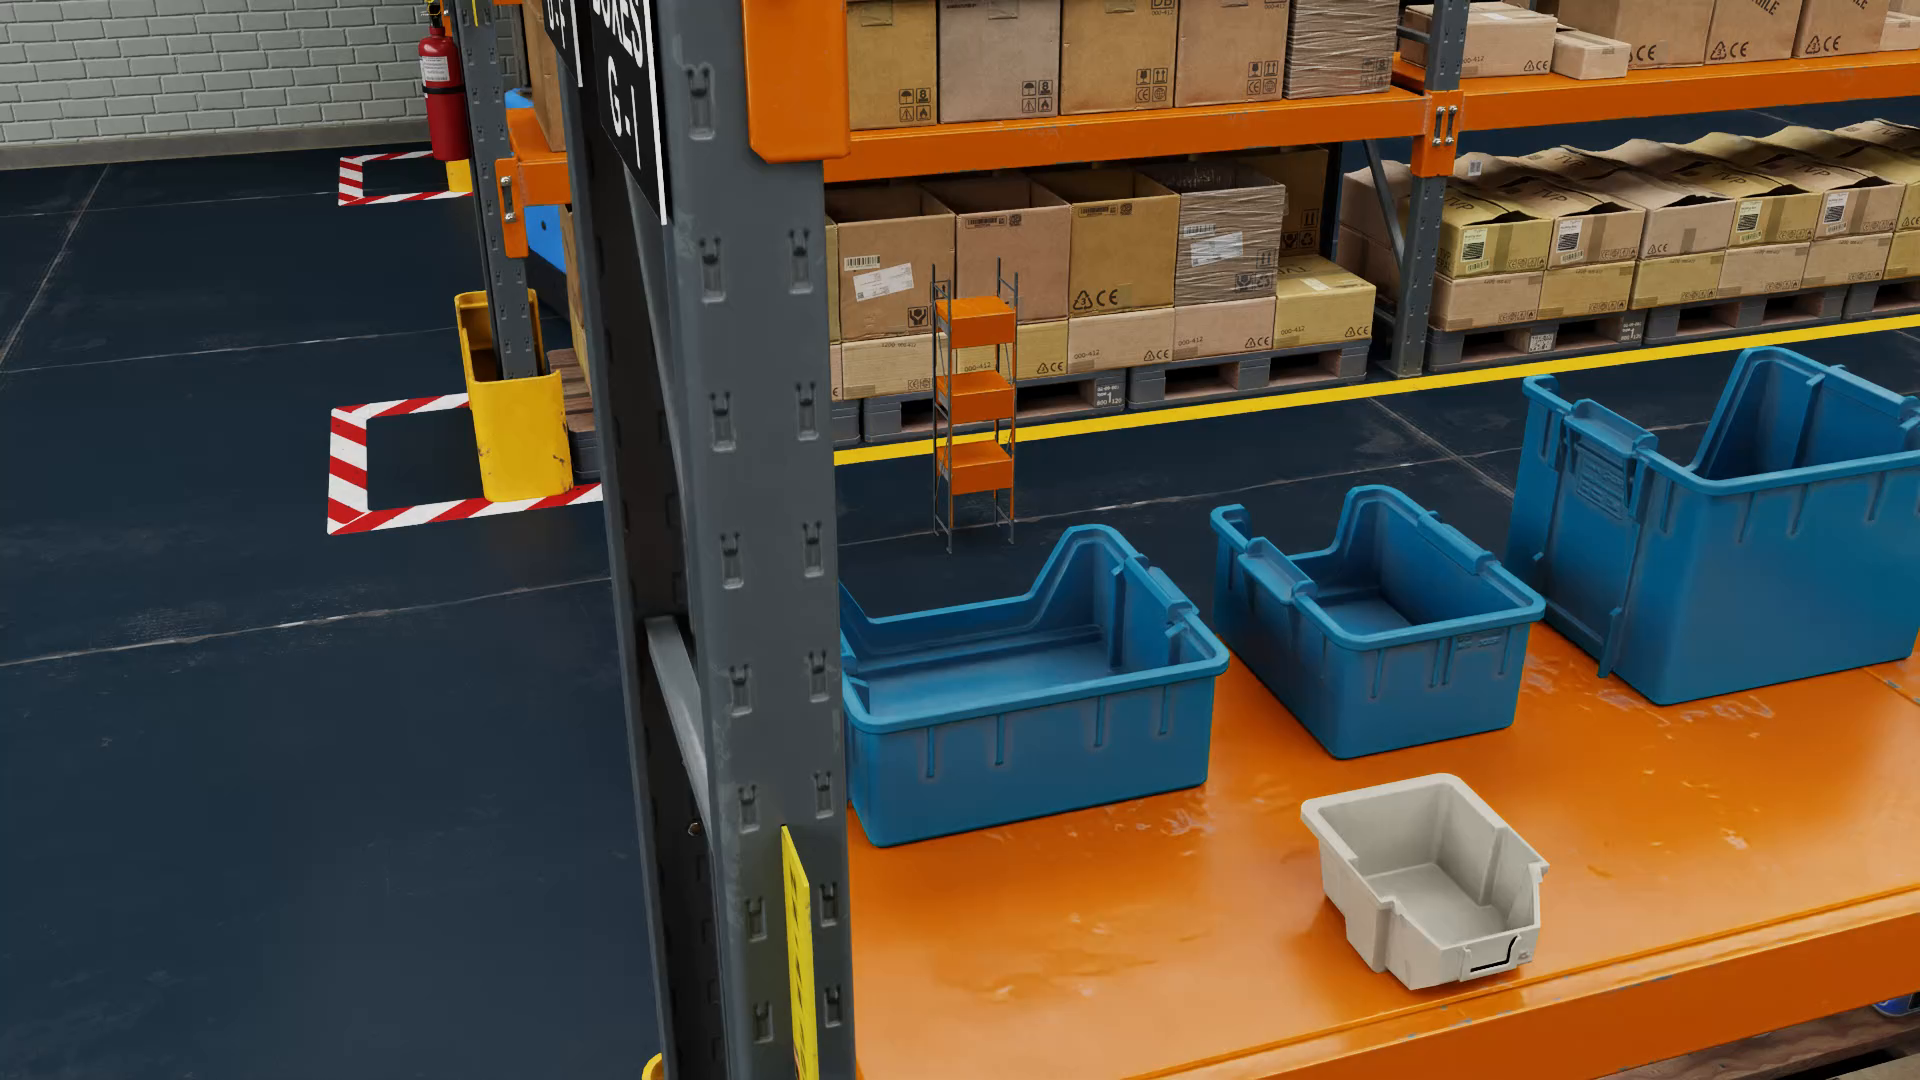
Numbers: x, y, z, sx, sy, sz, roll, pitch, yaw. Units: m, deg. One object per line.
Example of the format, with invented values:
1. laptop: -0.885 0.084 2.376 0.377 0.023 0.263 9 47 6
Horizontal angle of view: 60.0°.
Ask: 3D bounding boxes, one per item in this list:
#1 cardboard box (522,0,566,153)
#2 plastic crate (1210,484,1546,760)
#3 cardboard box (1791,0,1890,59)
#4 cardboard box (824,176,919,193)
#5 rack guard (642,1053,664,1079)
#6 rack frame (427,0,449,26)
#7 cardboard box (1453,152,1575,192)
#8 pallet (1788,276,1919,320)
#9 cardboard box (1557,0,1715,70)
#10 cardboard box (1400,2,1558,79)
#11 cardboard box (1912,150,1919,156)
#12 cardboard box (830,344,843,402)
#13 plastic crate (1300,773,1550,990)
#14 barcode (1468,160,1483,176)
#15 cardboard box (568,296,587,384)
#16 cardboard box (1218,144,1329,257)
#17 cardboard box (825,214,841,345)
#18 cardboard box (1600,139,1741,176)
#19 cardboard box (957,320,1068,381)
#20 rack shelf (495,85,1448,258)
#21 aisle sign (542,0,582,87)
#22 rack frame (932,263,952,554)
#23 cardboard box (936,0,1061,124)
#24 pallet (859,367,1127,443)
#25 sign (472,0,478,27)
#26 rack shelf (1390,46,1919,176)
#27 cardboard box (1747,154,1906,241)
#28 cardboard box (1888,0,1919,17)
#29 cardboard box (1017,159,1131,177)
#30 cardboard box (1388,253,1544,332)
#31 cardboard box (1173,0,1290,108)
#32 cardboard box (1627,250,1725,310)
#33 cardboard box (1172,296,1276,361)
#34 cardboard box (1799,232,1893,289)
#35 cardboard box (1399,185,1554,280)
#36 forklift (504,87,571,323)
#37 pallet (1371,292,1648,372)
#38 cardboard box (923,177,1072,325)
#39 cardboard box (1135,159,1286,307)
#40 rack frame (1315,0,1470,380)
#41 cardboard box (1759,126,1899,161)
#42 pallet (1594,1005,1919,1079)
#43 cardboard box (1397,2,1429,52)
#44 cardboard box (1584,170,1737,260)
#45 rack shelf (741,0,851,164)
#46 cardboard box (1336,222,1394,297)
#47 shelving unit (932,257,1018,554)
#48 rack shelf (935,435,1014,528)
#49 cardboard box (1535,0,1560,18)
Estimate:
1. cardboard box: -1.407 -1.861 6.513 0.500 0.500 0.700 -8 28 -16
2. plastic crate: 0.678 0.122 2.799 0.408 0.251 0.499 -8 28 -16
3. cardboard box: 4.161 -2.666 8.134 0.500 0.500 0.500 -10 28 -19
4. cardboard box: -0.491 -1.393 7.460 0.500 0.500 0.500 -8 28 -16
5. rack guard: -0.267 1.427 2.814 0.348 0.500 1.175 -8 28 -16
6. rack frame: -3.393 -3.851 10.635 0.127 3.000 1.000 -8 28 -16
7. cardboard box: 2.737 -1.767 8.426 0.500 0.311 0.500 -7 27 -15
8. pallet: 4.957 -1.513 9.061 1.213 0.211 1.003 -8 28 -16
9. cardboard box: 3.185 -2.524 7.849 0.500 0.500 0.500 -6 27 -12
10. cardboard box: 2.403 -2.327 7.733 0.500 0.250 0.500 -7 27 -13
11. cardboard box: 5.330 -1.891 8.674 0.500 0.311 0.500 -8 27 -15
12. cardboard box: -0.802 -0.764 7.036 0.500 0.250 0.500 -8 28 -16
13. plastic crate: 0.626 0.468 2.230 0.250 0.136 0.298 -8 28 -16
14. barcode: 2.320 -1.675 7.487 0.075 0.075 0.001 -8 28 -16
15. cardboard box: -1.437 -0.913 7.335 0.500 0.250 0.500 -8 28 -16
16. cardboard box: 1.410 -1.669 8.016 0.500 0.500 0.500 -8 28 -16
17. cardboard box: -0.801 -1.099 6.868 0.500 0.500 0.500 -8 28 -16
18. cardboard box: 3.692 -1.903 8.698 0.500 0.311 0.500 -9 28 -17
19. cardboard box: 0.151 -0.900 7.309 0.500 0.250 0.500 -8 28 -16
20. rack shelf: 0.047 -1.711 7.131 4.000 0.370 1.077 -8 28 -16
21. aisle sign: -0.485 -0.943 1.852 0.004 0.787 0.394 -8 28 -16
22. rack frame: -0.065 -0.461 5.998 0.008 1.050 0.200 -8 28 -16
23. cardboard box: 0.064 -2.075 6.945 0.500 0.500 0.700 -7 27 -15
24. pallet: 0.017 -0.798 7.620 1.213 0.211 1.003 -8 28 -16
25. sign: -1.689 -1.945 5.732 0.005 0.325 0.100 -8 28 -16
26. rack shelf: 3.850 -2.261 8.241 4.000 0.370 1.077 -8 28 -16
27. cardboard box: 4.357 -1.748 8.387 0.500 0.311 0.500 -8 28 -16
28. cardboard box: 4.841 -2.778 8.572 0.500 0.311 0.500 -9 28 -17
29. cardboard box: 0.460 -1.531 7.738 0.500 0.500 0.500 -8 28 -16
30. cardboard box: 2.409 -1.216 7.945 0.500 0.250 0.500 -9 28 -17
31. cardboard box: 1.029 -2.214 7.224 0.500 0.500 0.700 -9 28 -17
32. cardboard box: 3.387 -1.358 8.232 0.500 0.250 0.500 -9 28 -18
33. cardboard box: 1.097 -1.044 7.599 0.500 0.250 0.500 -8 28 -16
34. cardboard box: 4.359 -1.500 8.517 0.500 0.250 0.500 -8 27 -15
35. cardboard box: 2.418 -1.468 7.822 0.500 0.311 0.500 -8 28 -16
36. forklift: -0.822 -2.805 8.604 3.031 2.935 1.130 -15 30 -28
37. pallet: 2.637 -1.177 8.384 1.213 0.211 1.003 -8 28 -16
38. cardboard box: 0.151 -1.235 7.141 0.500 0.500 0.500 -8 28 -16
39. cardboard box: 1.096 -1.380 7.434 0.500 0.500 0.500 -8 28 -16
40. rack frame: 1.948 -2.308 7.526 0.127 3.000 1.000 -8 28 -16
41. cardboard box: 4.666 -2.043 8.981 0.500 0.311 0.500 -9 28 -17
42. pallet: 1.665 1.280 3.434 1.213 0.211 1.003 -8 28 -16
43. cardboard box: 3.546 -3.909 13.067 0.500 0.500 0.700 -8 27 -15
44. cardboard box: 3.388 -1.606 8.101 0.500 0.311 0.500 -9 28 -18
45. rack shelf: 1.577 -0.959 2.245 4.000 0.370 1.077 -8 28 -16
46. cardboard box: 2.253 -1.444 8.406 0.500 0.250 0.500 -9 28 -17
47. shelving unit: 0.051 -0.478 6.031 0.252 1.050 0.215 -8 28 -16
48. rack shelf: 0.051 -0.219 6.160 0.240 0.259 0.215 -8 28 -16
49. cardboard box: 4.954 -4.224 13.330 0.750 0.750 0.750 -9 28 -17
